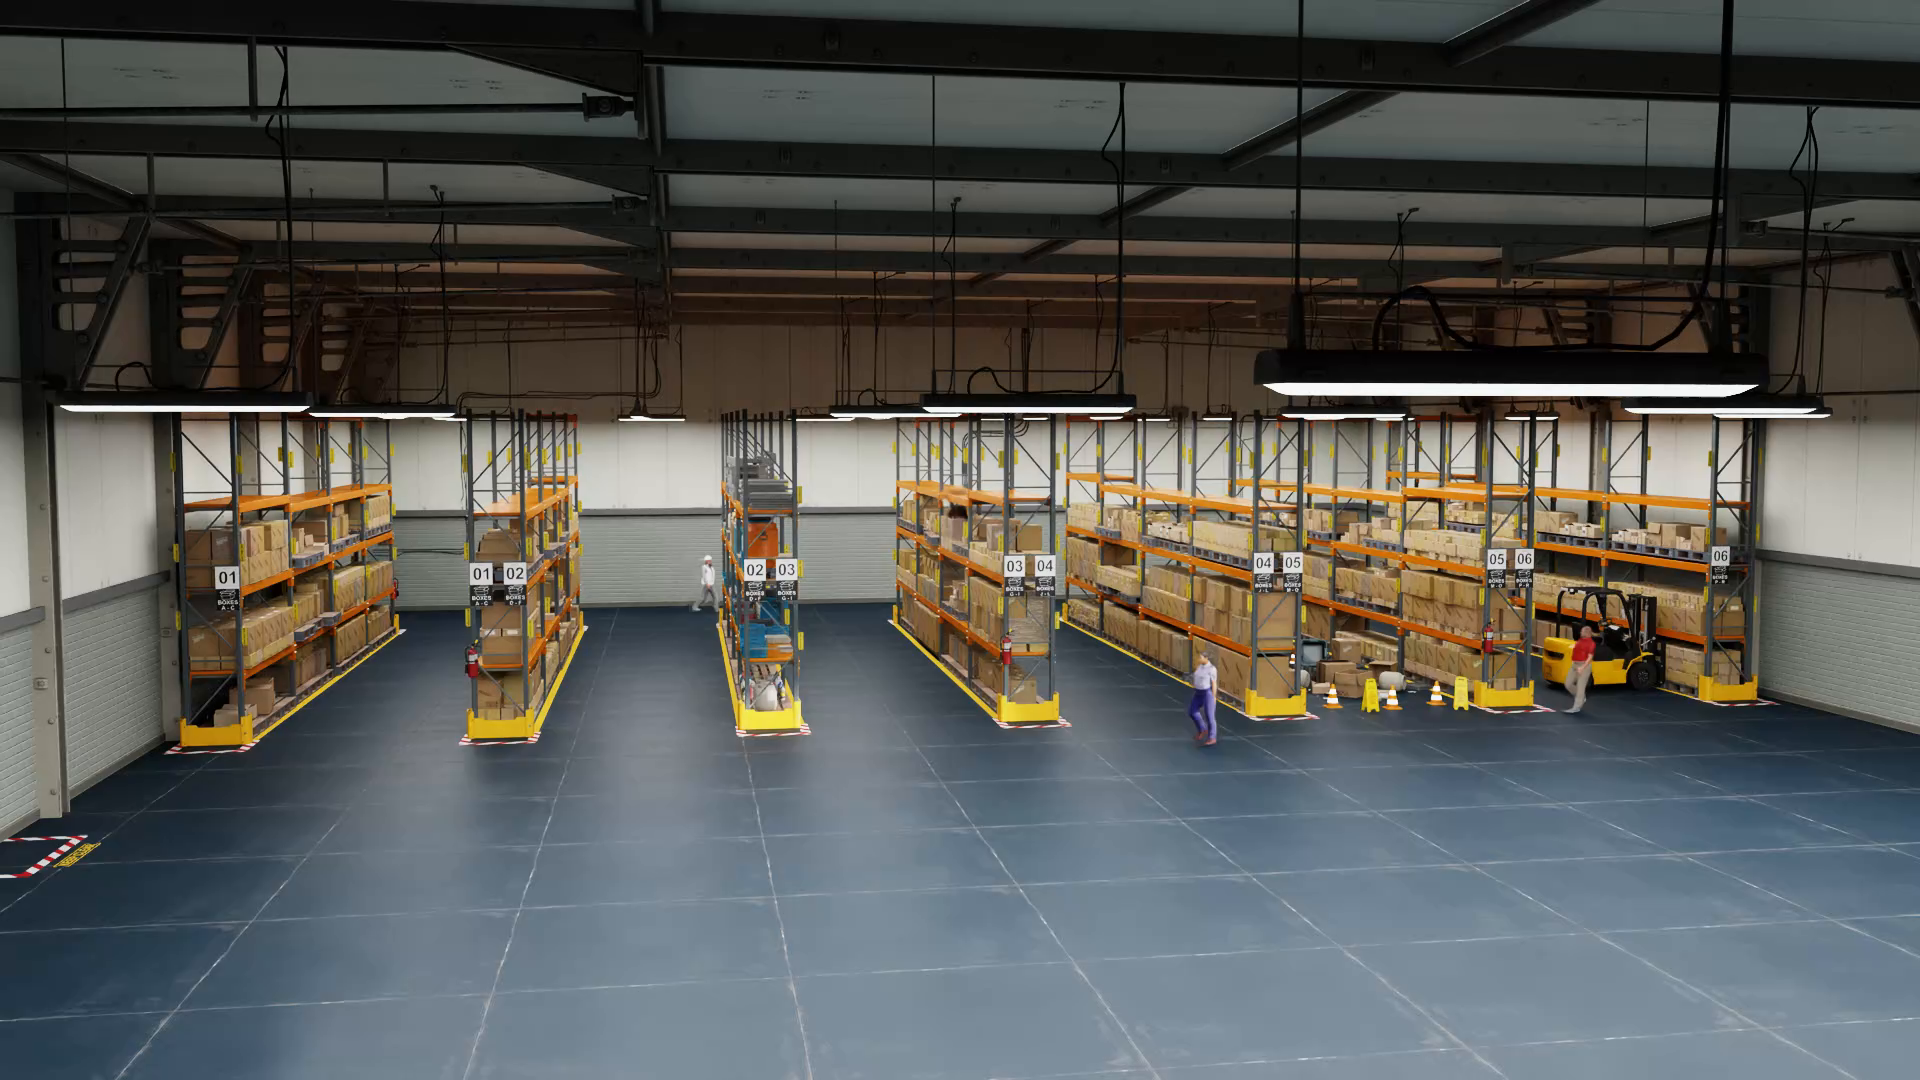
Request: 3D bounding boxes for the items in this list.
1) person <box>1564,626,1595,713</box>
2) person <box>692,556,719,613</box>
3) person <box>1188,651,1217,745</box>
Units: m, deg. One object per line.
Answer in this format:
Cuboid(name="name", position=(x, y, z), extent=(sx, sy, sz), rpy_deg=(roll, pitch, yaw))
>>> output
Cuboid(name="person", position=(12.276, 2.565, 33.046), extent=(0.605, 1.714, 0.608), rpy_deg=(-2, 5, -30))
Cuboid(name="person", position=(-7.648, 1.346, 50.489), extent=(0.967, 1.739, 0.601), rpy_deg=(1, 4, 9))
Cuboid(name="person", position=(4.393, 2.811, 29.844), extent=(0.411, 1.670, 0.585), rpy_deg=(-3, 5, -34))
